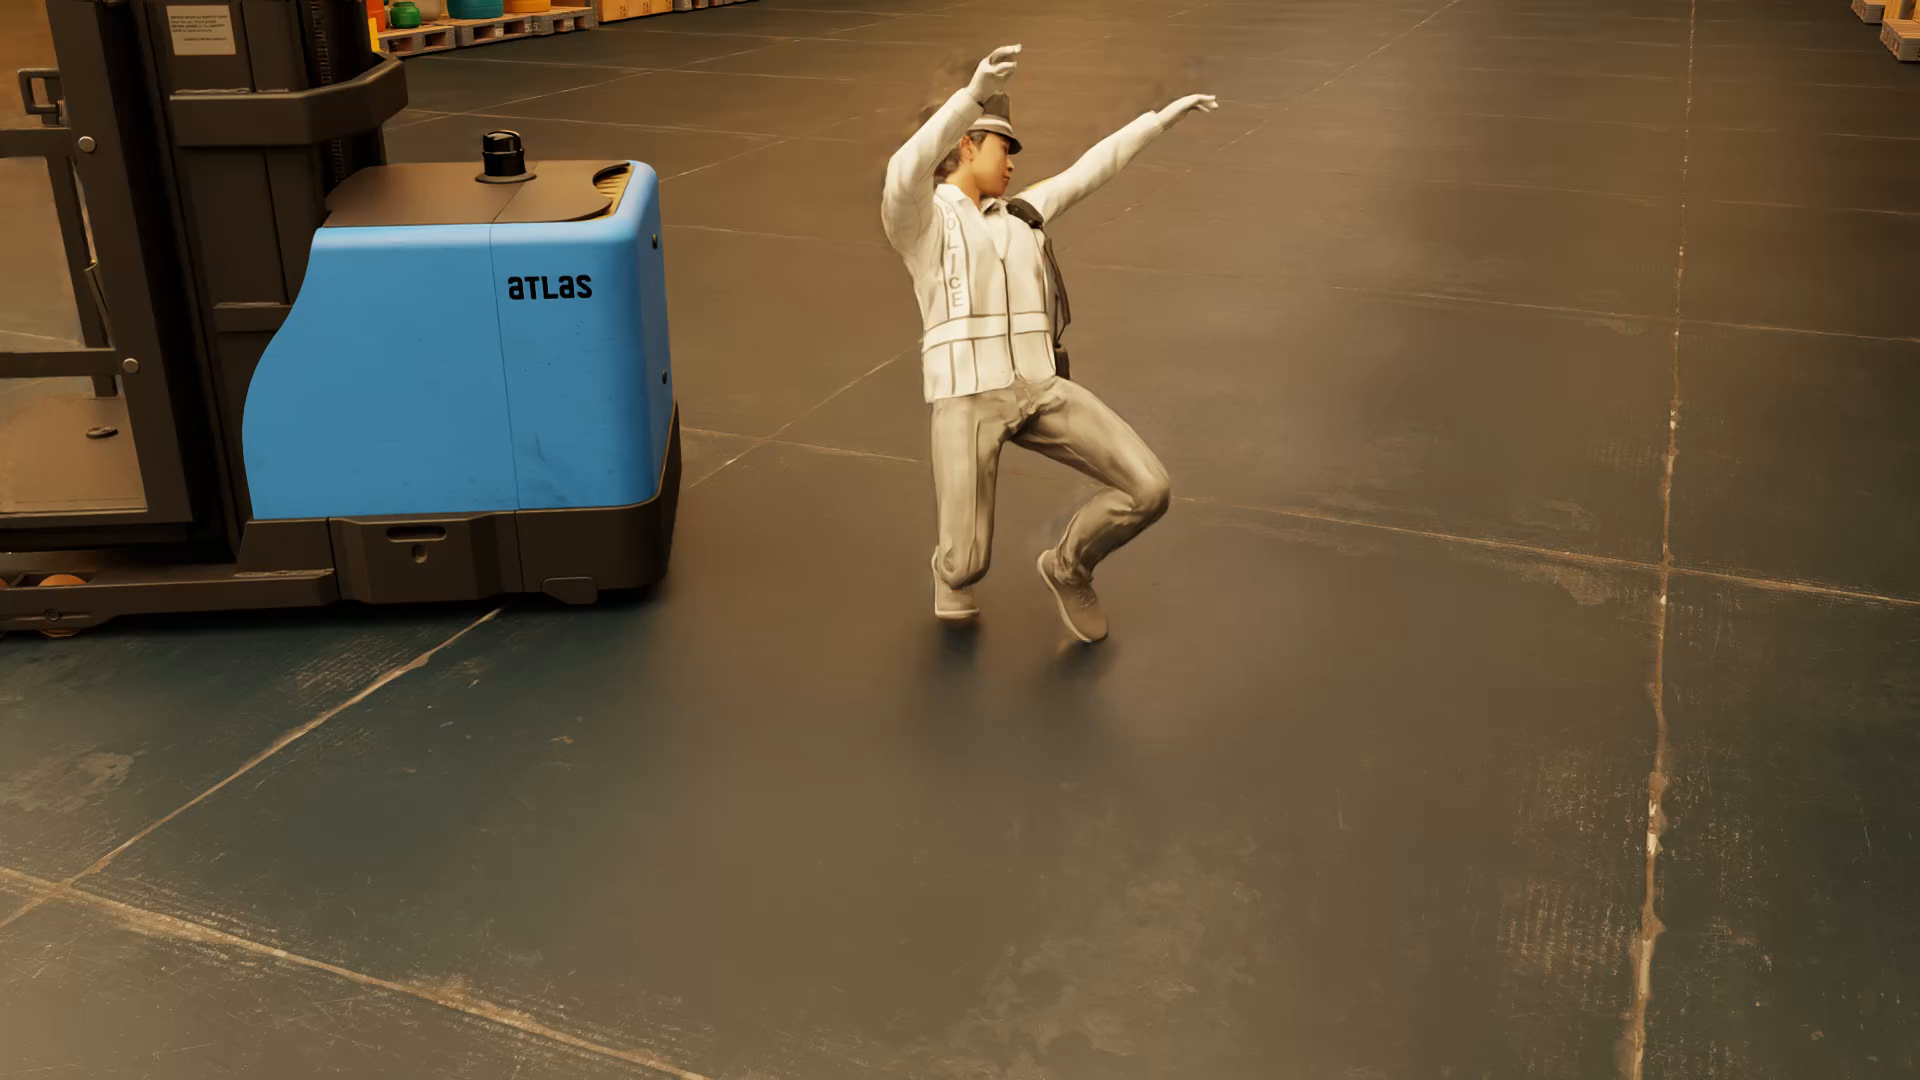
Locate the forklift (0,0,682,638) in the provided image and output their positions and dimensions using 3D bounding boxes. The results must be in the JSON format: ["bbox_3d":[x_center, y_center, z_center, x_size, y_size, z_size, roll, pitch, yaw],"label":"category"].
[{"bbox_3d":[-2.377,-1.297,4.395,3.031,2.935,1.130,-2,23,-5],"label":"forklift"}]

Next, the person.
[{"bbox_3d":[0.273,-0.499,4.304,1.005,1.565,0.818,-11,25,-24],"label":"person"}]
